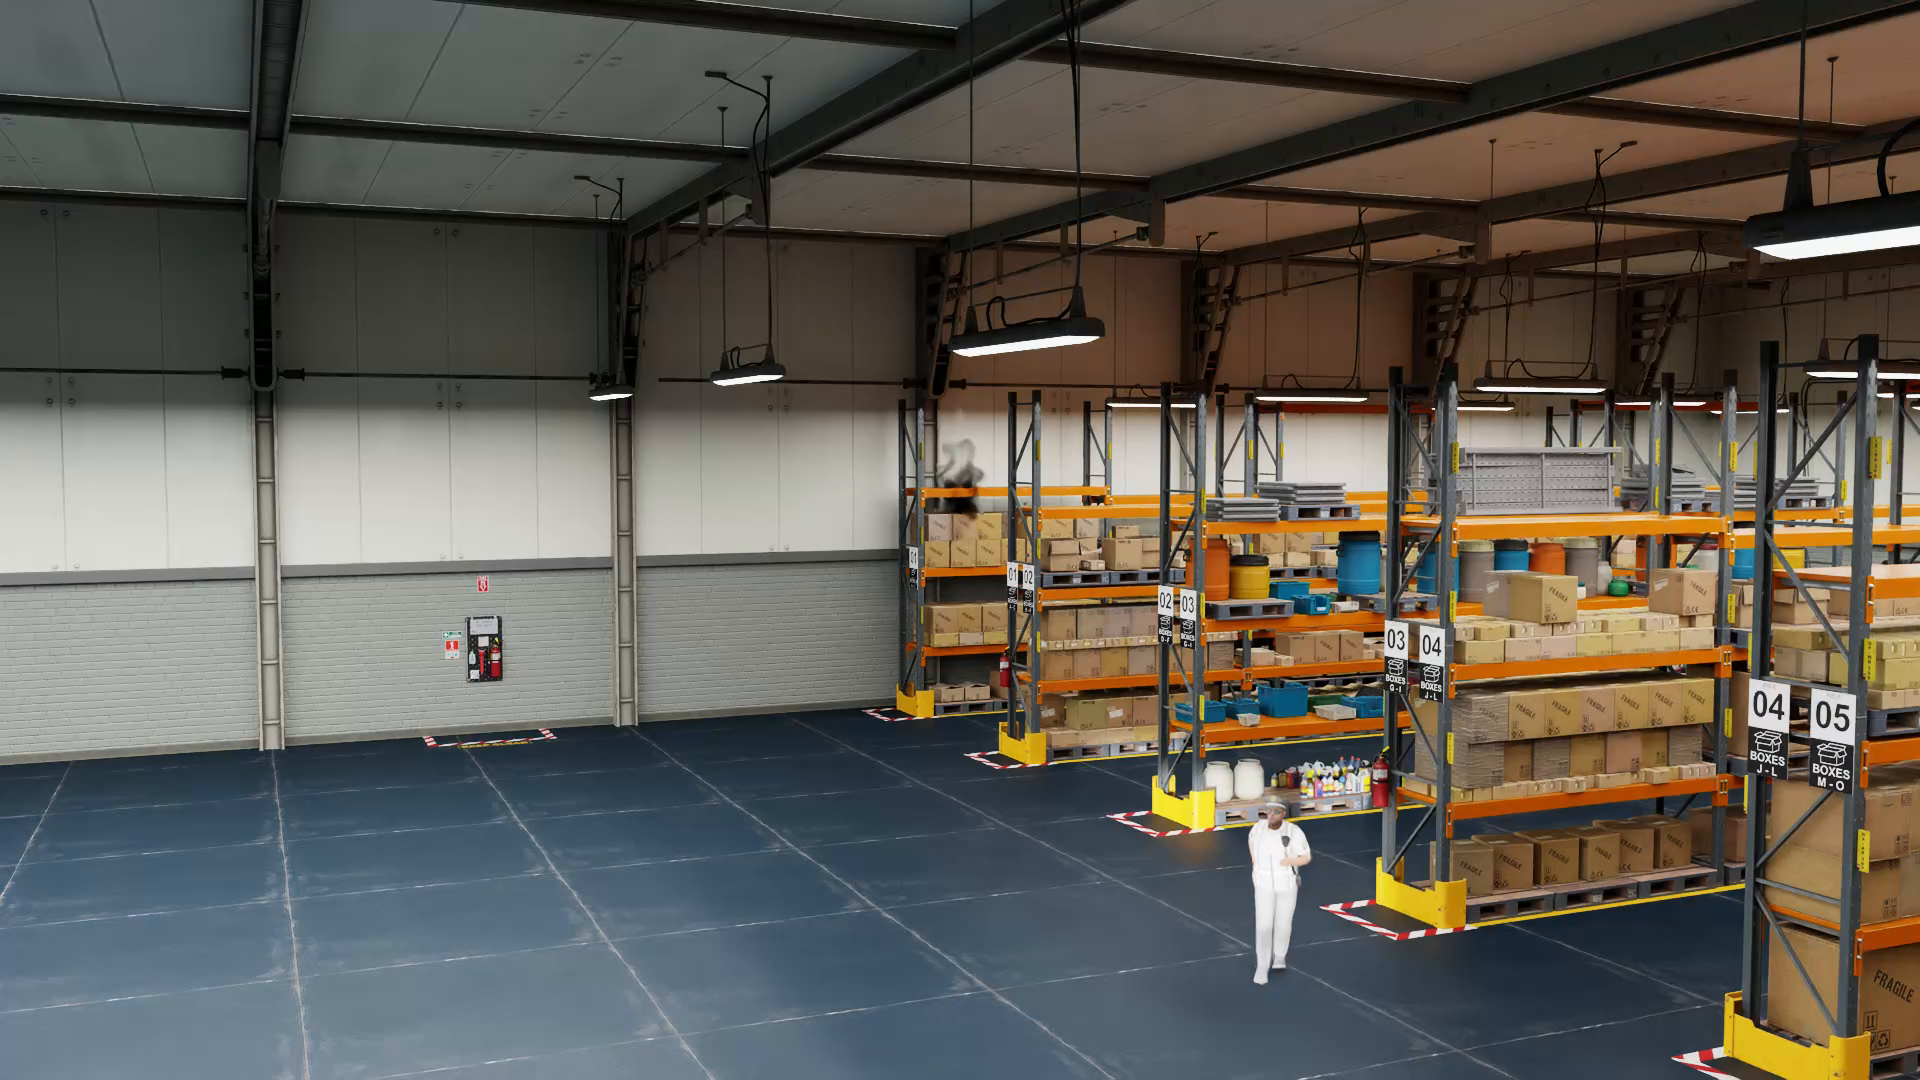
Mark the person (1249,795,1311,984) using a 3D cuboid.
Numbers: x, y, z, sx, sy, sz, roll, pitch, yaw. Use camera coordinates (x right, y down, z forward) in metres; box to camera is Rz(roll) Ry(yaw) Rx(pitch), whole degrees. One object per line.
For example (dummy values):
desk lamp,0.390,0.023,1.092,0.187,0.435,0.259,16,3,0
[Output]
person,3.057,3.364,15.999,0.624,1.859,0.764,1,3,17
